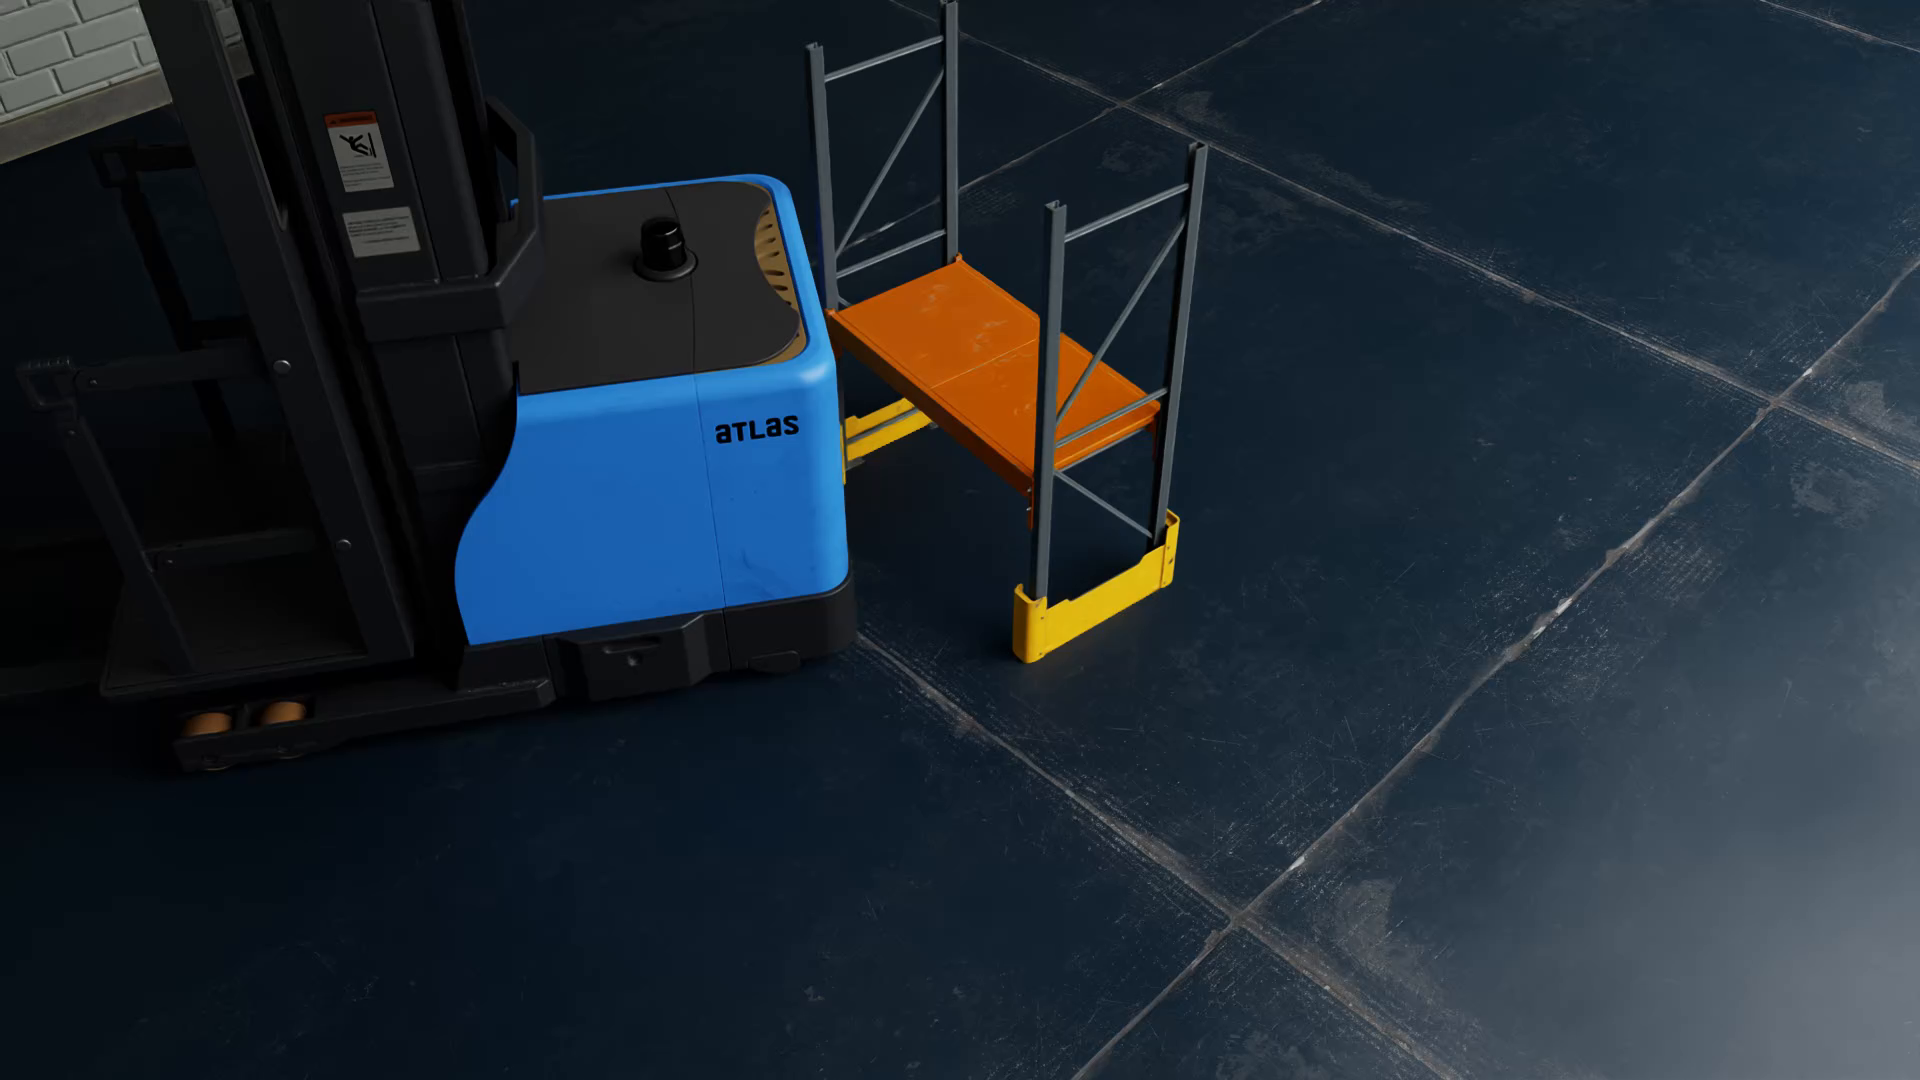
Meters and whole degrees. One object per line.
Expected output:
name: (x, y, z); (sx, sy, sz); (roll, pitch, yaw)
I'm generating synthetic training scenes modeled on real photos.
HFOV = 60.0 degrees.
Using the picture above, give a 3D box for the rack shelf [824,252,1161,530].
rack shelf: (0.095, -0.468, 4.917); (0.538, 0.185, 1.000); (-27, 49, -27)

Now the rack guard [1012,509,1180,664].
rack guard: (0.404, 0.132, 4.923); (0.587, 0.250, 0.087); (-27, 49, -27)

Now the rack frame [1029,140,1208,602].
rack frame: (0.405, -0.326, 4.498); (0.500, 1.500, 0.032); (-27, 49, -27)

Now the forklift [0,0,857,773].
forklift: (-1.873, -0.837, 3.996); (3.031, 2.935, 1.130); (-8, 43, -9)

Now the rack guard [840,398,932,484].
rack guard: (-0.202, -0.404, 5.504); (0.587, 0.250, 0.087); (-27, 49, -27)

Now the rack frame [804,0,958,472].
rack frame: (-0.214, -0.874, 5.091); (0.500, 1.500, 0.032); (-27, 49, -27)

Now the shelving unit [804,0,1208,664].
shelving unit: (0.101, -0.595, 4.789); (0.587, 1.500, 1.083); (-27, 49, -27)
